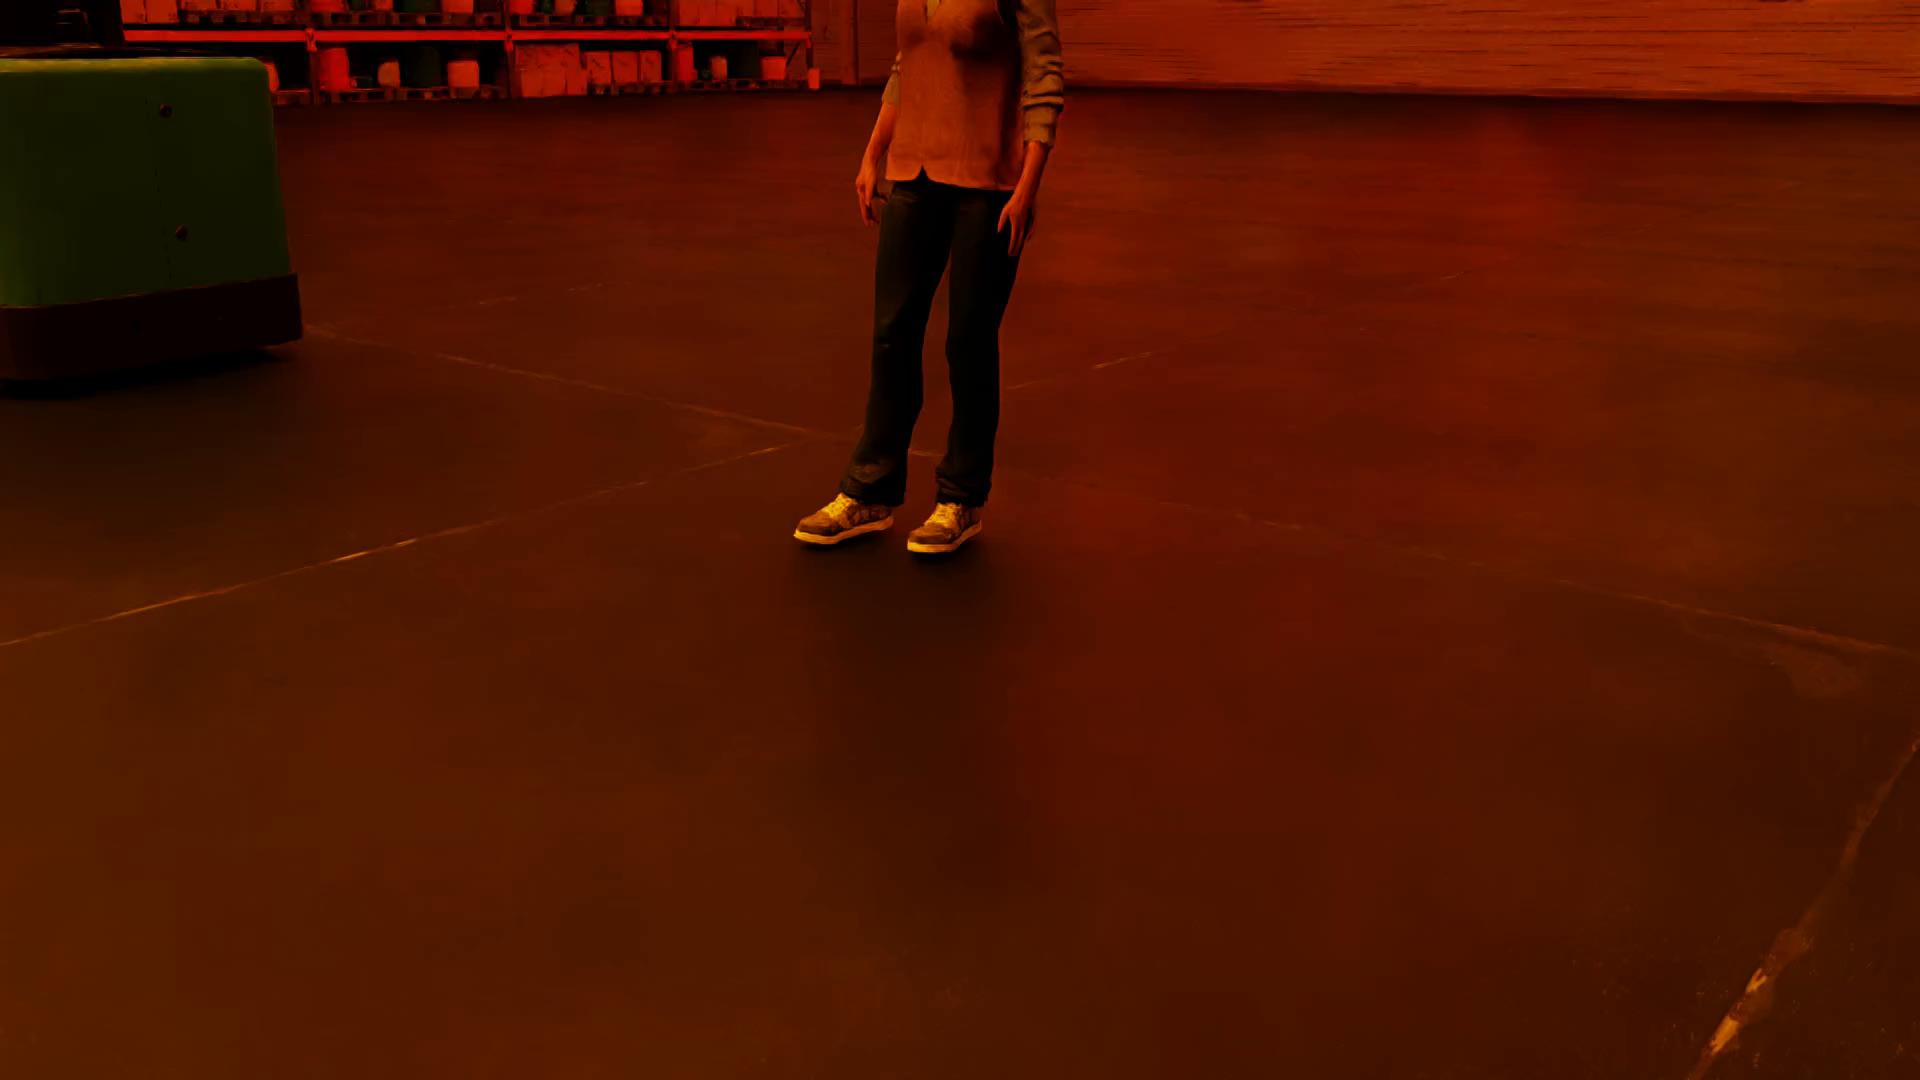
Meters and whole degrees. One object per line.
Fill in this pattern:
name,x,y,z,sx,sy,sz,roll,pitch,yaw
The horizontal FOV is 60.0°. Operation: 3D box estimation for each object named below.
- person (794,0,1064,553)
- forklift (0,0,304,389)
person,-0.058,-0.757,3.661,0.520,1.597,0.474,13,21,37
forklift,-3.938,-2.212,6.182,3.031,2.935,1.130,11,20,33
